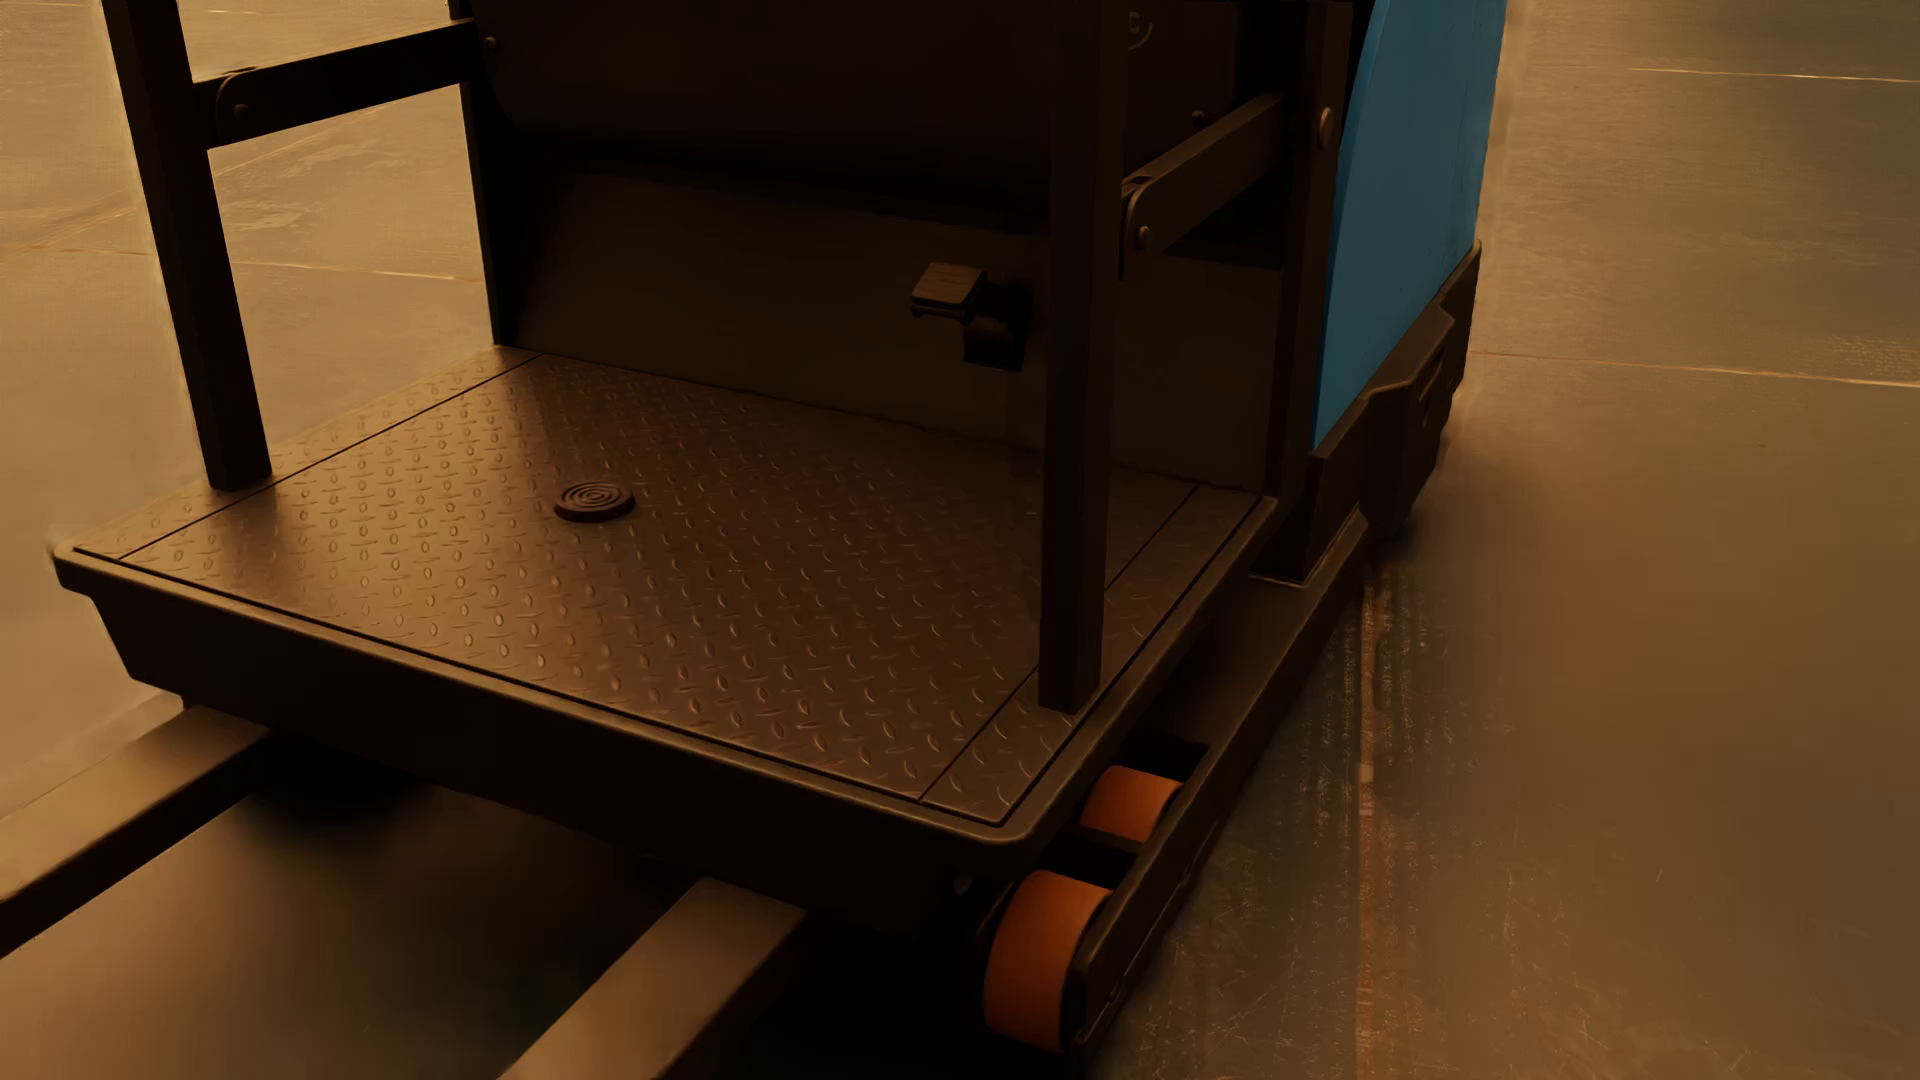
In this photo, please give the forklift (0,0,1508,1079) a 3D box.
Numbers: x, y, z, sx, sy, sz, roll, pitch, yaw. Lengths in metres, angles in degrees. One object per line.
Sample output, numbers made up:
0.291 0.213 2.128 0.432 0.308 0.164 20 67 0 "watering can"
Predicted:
-0.230 -1.059 1.344 1.130 2.935 3.031 13 29 24 "forklift"
